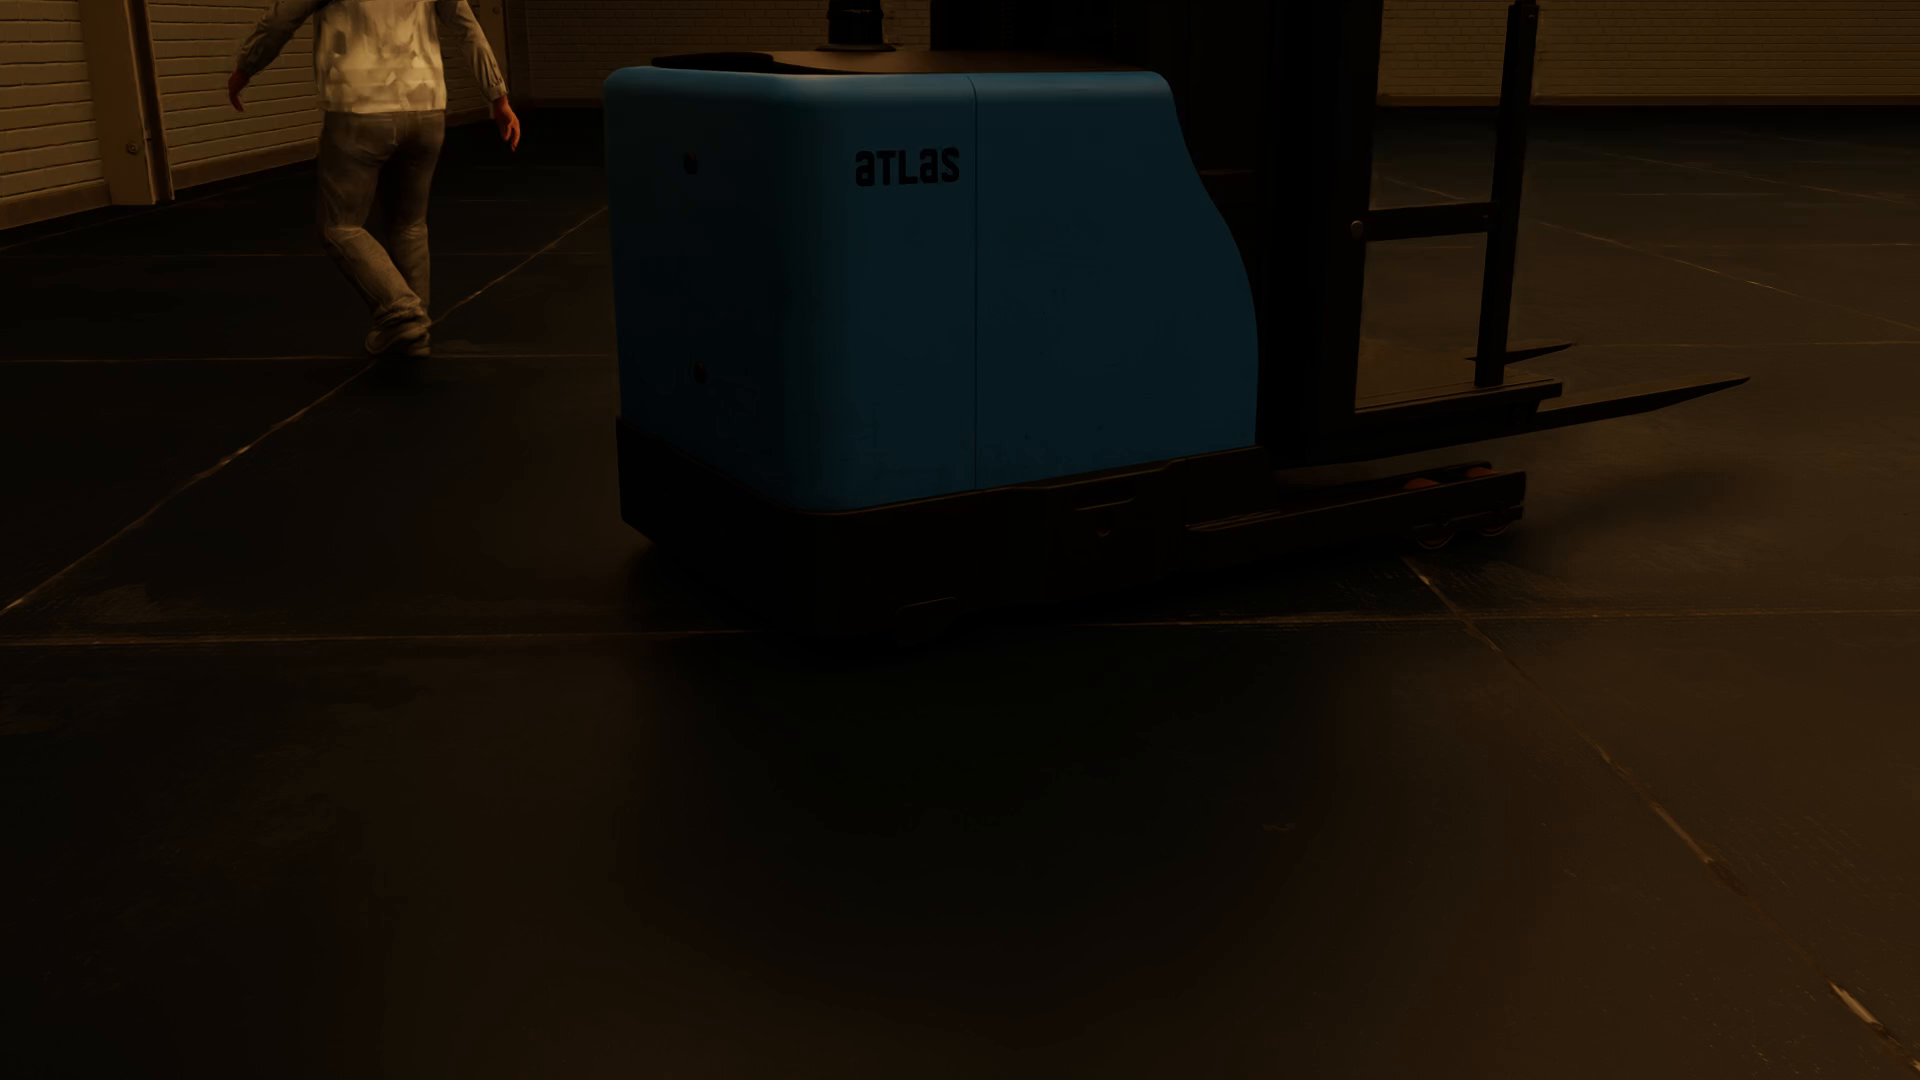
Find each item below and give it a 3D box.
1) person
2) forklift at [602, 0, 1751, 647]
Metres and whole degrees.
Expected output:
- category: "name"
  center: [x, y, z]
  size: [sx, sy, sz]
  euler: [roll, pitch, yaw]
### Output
- category: "person"
  center: [-2.012, -1.491, 5.807]
  size: [0.661, 1.754, 0.841]
  euler: [16, 23, 41]
- category: "forklift"
  center: [0.744, -1.499, 3.808]
  size: [3.031, 2.935, 1.130]
  euler: [-10, 20, -30]
